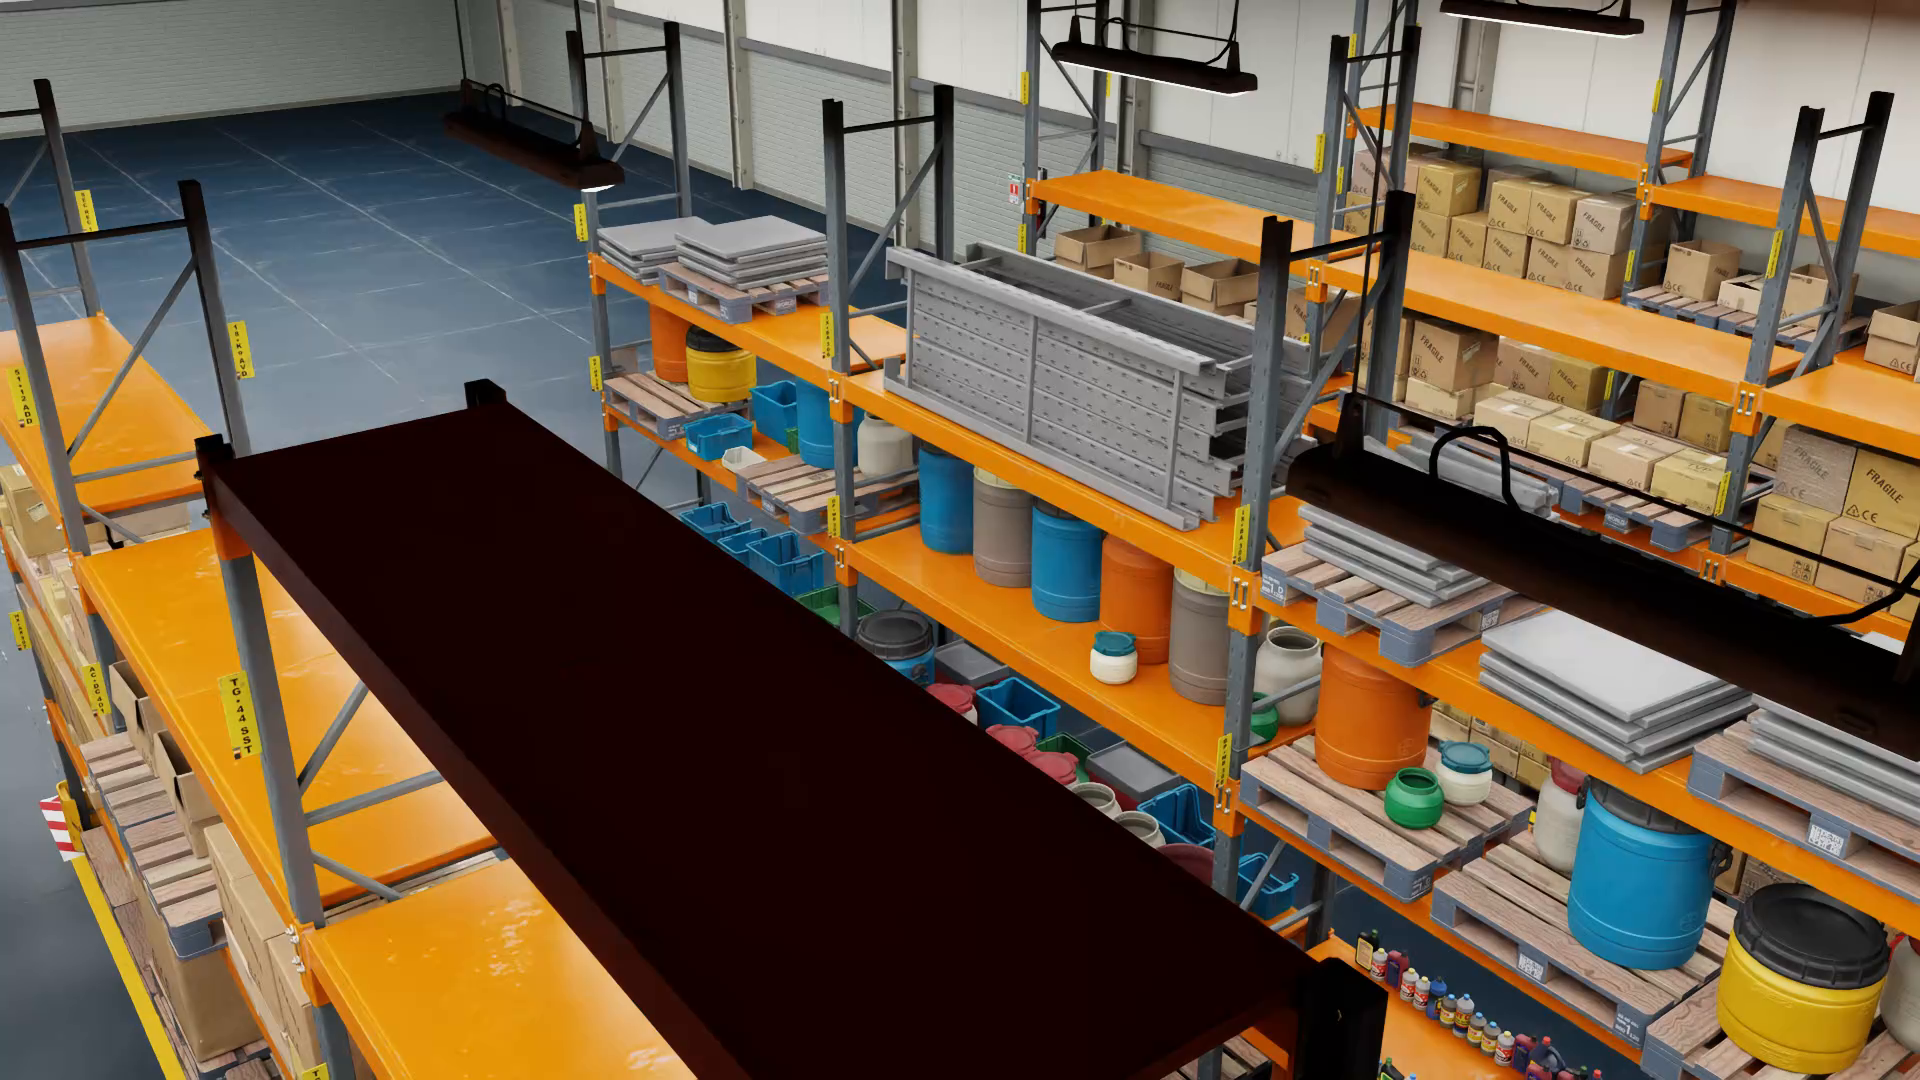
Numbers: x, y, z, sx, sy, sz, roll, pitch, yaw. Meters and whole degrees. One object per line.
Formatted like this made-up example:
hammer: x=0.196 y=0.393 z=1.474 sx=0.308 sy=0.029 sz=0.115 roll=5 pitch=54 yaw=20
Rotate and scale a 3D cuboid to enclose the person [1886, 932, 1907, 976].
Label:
person: x=5.855 y=2.939 z=10.571 sx=1.062 sy=1.659 sz=0.595 roll=22 pitch=33 yaw=39
